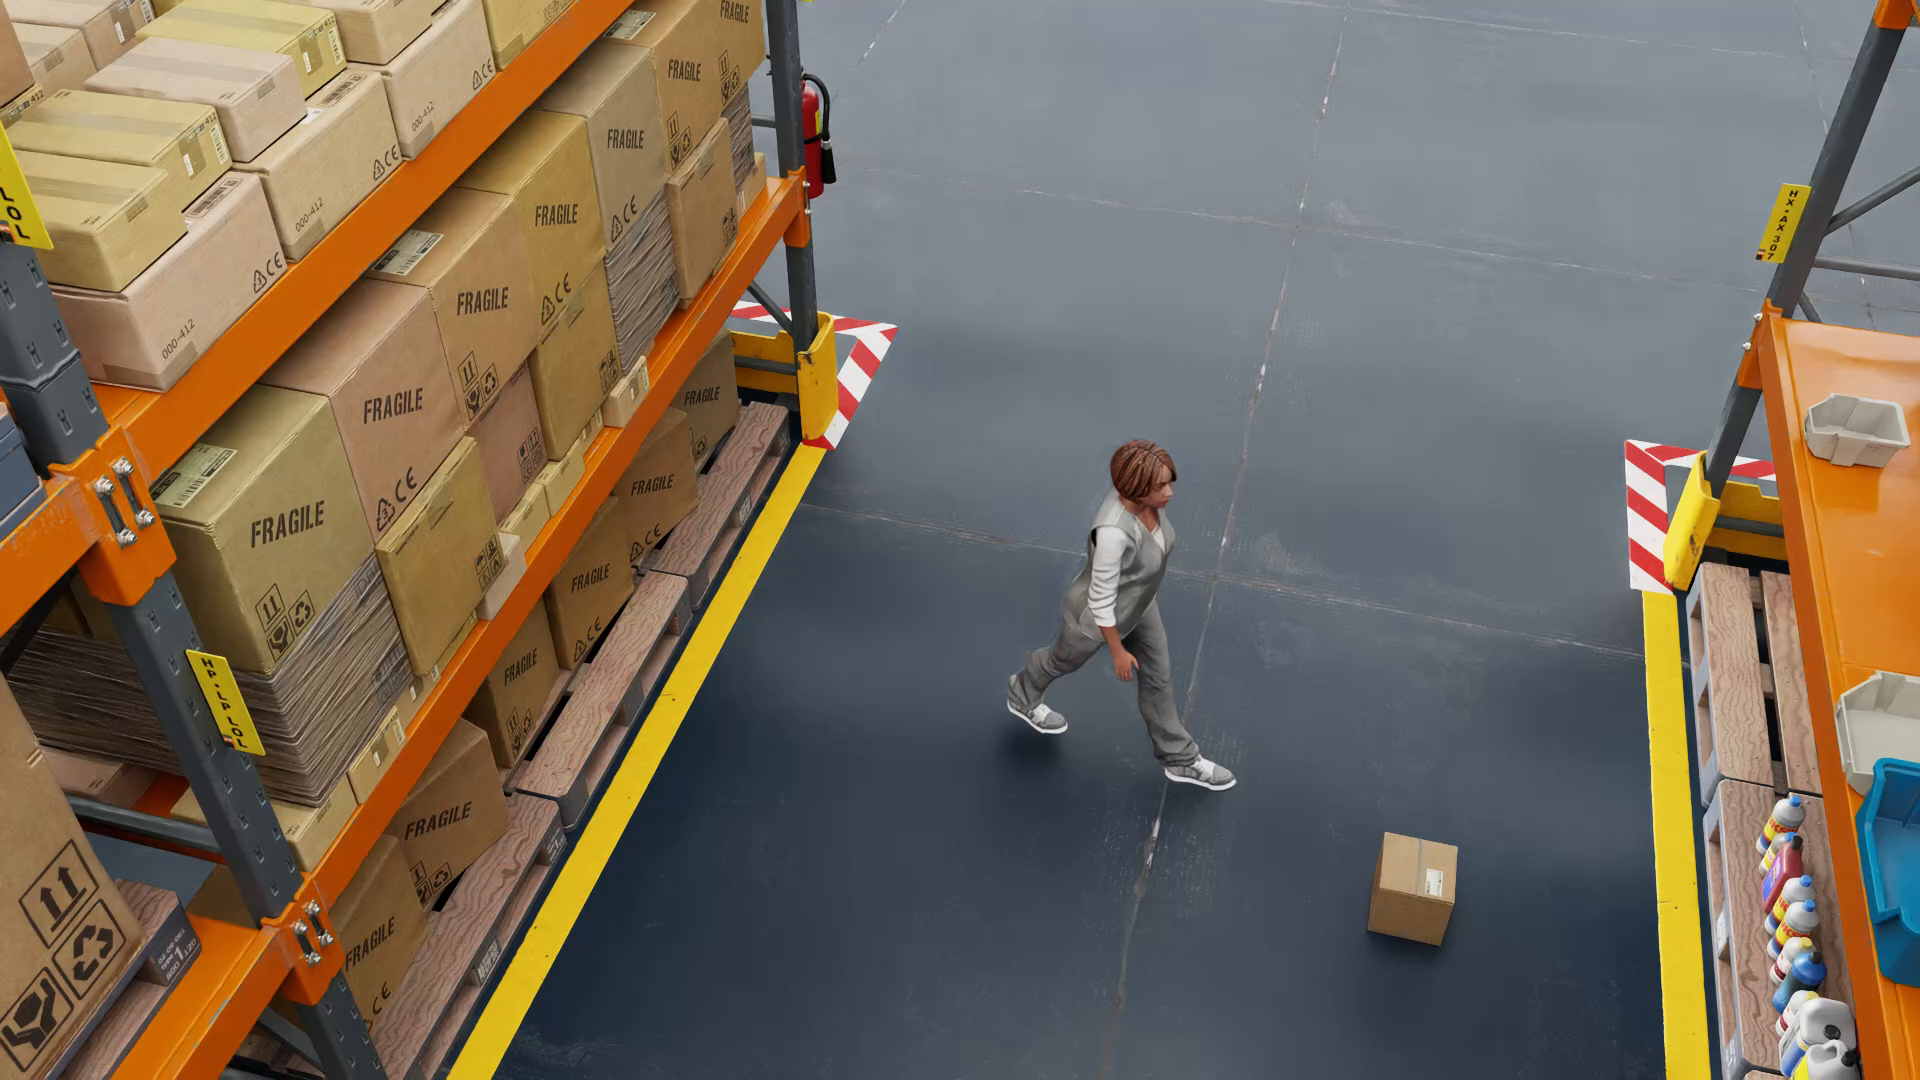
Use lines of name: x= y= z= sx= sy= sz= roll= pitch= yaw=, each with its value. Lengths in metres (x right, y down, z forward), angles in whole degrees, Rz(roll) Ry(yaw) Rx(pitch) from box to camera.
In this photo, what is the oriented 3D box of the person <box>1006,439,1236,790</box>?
person: x=0.571 y=0.258 z=5.869 sx=0.950 sy=1.530 sz=0.443 roll=25 pitch=47 yaw=26
